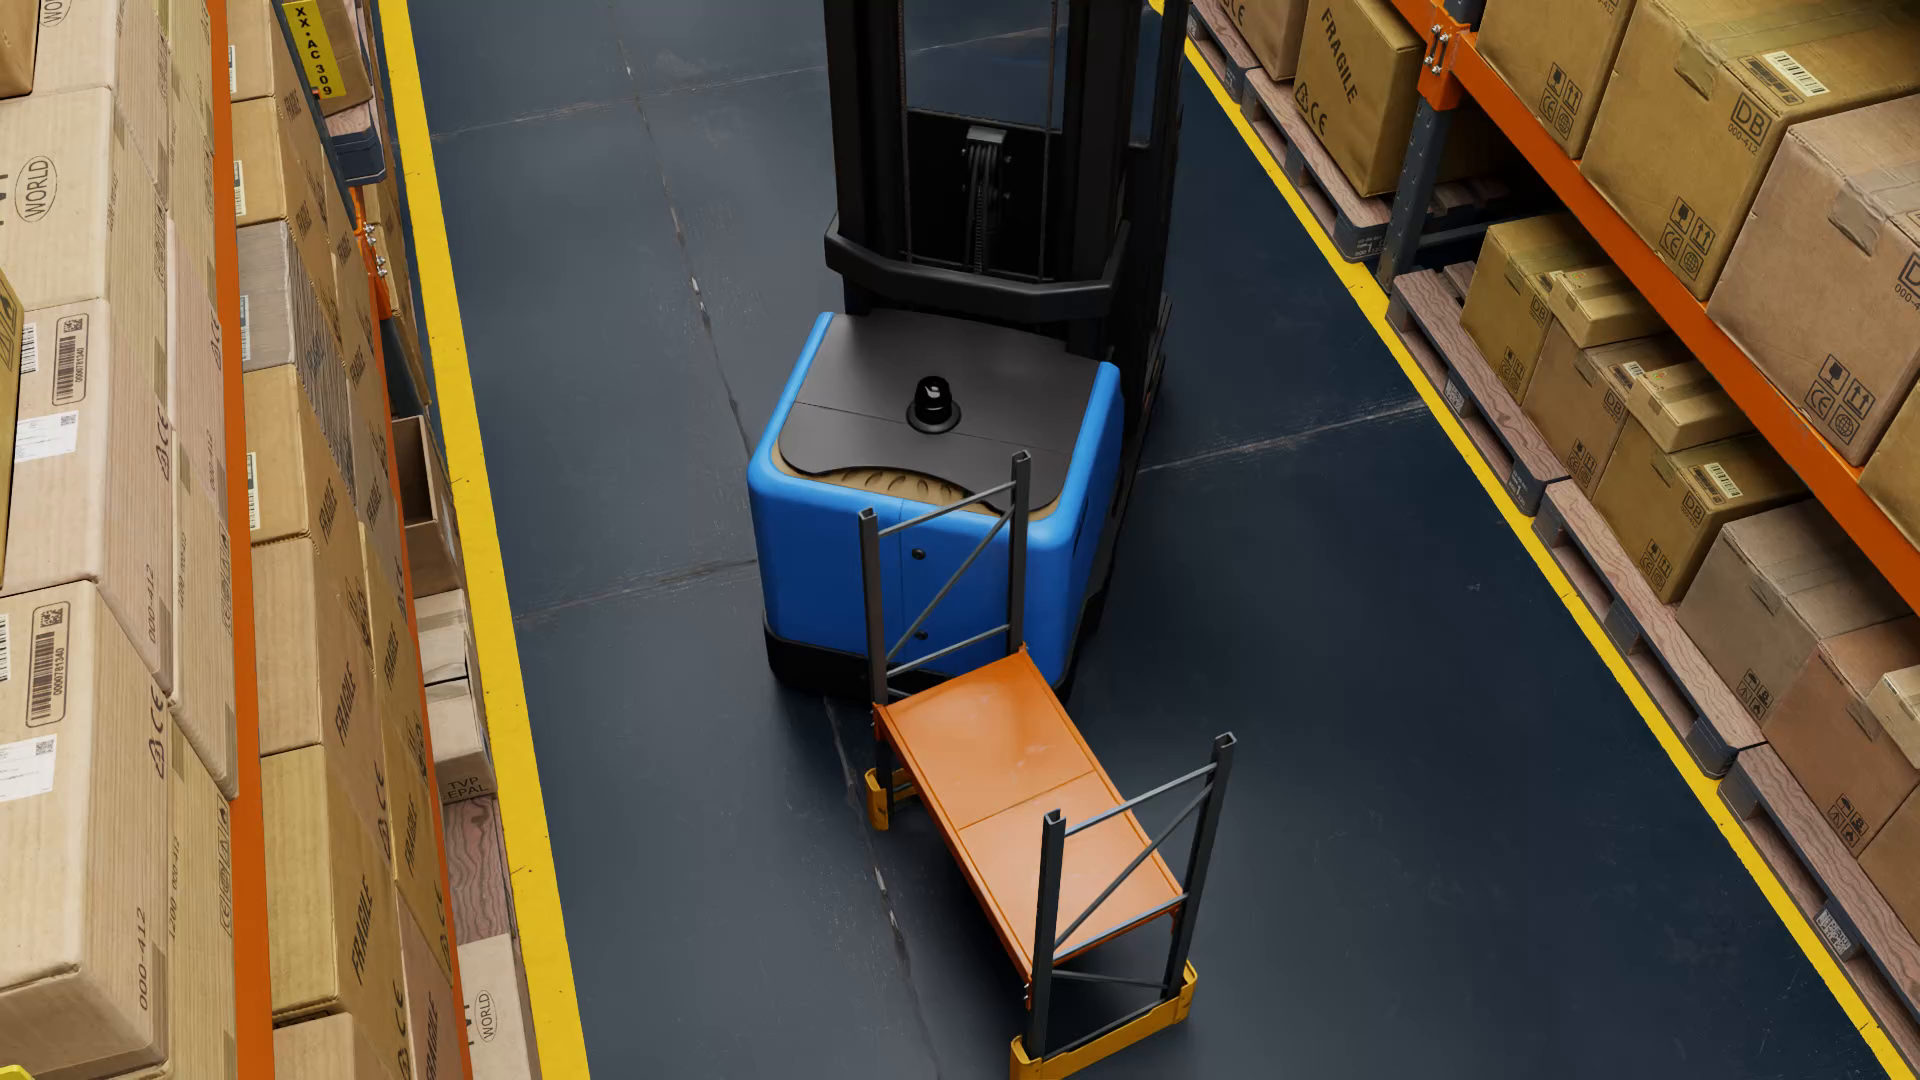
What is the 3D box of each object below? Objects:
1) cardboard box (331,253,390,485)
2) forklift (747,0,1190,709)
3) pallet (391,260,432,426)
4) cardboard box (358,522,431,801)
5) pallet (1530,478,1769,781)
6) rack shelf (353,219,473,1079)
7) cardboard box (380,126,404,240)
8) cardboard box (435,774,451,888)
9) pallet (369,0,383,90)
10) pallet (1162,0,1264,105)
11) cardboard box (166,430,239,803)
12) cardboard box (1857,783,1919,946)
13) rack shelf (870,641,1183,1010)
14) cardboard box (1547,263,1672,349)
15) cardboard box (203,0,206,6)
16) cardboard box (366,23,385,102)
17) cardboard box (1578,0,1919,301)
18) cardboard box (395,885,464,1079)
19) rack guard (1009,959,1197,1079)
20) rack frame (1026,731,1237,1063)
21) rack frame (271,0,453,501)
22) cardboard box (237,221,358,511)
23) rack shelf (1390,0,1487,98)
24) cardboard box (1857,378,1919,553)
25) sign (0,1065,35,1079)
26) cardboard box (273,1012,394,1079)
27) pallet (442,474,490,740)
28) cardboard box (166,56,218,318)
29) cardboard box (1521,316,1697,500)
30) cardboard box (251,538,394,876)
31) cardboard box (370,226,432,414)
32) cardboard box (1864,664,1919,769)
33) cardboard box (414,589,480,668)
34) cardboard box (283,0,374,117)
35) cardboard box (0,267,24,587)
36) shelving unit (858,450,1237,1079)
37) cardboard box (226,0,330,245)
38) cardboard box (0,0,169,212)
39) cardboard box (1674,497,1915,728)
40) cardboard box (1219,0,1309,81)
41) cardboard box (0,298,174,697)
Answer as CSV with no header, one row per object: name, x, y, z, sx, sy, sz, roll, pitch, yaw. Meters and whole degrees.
cardboard box,-1.892,-0.398,4.558,0.500,0.500,0.500,-12,51,-10
forklift,0.203,-1.444,5.550,1.130,2.935,3.031,11,51,9
pallet,-2.715,-0.735,6.732,1.003,0.211,1.213,-13,51,-11
cardboard box,-1.585,0.349,3.929,0.500,0.500,0.500,-13,51,-10
pallet,2.807,0.193,5.949,1.003,0.211,1.213,-13,51,-11
rack shelf,-1.847,0.644,4.216,1.077,0.370,4.000,-13,51,-11
cardboard box,-2.658,-1.547,6.939,0.500,0.500,0.500,-13,51,-11
cardboard box,-1.878,0.985,4.803,0.797,0.503,0.637,-13,51,-11
pallet,-3.437,-2.517,8.234,1.003,0.211,1.213,-13,51,-11
pallet,1.628,-2.712,8.398,1.003,0.211,1.213,-13,51,-11
cardboard box,-1.300,0.154,2.295,0.500,0.250,0.500,-13,51,-11
cardboard box,3.173,0.932,4.863,0.700,0.500,0.500,-13,51,-11
rack shelf,0.191,0.798,4.832,0.538,0.185,1.000,-21,53,-17
cardboard box,2.343,-0.849,5.940,0.380,0.149,0.250,-12,51,-10
cardboard box,-1.903,-1.304,3.524,0.500,0.250,0.500,-13,51,-11
cardboard box,-2.968,-2.298,7.573,0.500,0.500,0.500,-15,51,-12
cardboard box,2.648,-1.334,5.216,0.980,0.700,0.700,-14,51,-12
cardboard box,-1.293,1.081,3.311,0.500,0.500,0.500,-14,51,-11
rack guard,0.419,1.431,4.880,0.587,0.250,0.087,-21,53,-17
rack frame,0.419,1.029,4.401,0.500,1.500,0.032,-21,53,-17
rack frame,-2.439,-1.049,5.172,1.000,3.000,0.127,-13,51,-11
cardboard box,-1.739,-0.351,3.864,0.500,0.500,0.500,-13,51,-11
rack shelf,1.701,-3.400,7.625,1.077,0.370,4.000,-13,51,-11
cardboard box,3.089,-0.246,4.299,0.980,0.700,0.700,-14,51,-11
sign,-0.737,0.502,1.332,0.100,0.325,0.005,-13,51,-11
cardboard box,-1.135,1.135,2.612,0.500,0.500,0.500,-12,51,-10
pallet,-2.236,0.352,5.815,1.003,0.211,1.213,-13,51,-11
cardboard box,-1.604,-0.575,2.909,0.500,0.250,0.500,-13,51,-11
cardboard box,2.561,-0.564,6.124,0.700,0.500,0.500,-14,51,-11
cardboard box,-1.440,0.388,3.242,0.500,0.500,0.500,-13,51,-10
cardboard box,-2.349,-0.793,6.304,0.500,0.500,0.500,-15,52,-13
cardboard box,2.884,0.484,4.816,0.380,0.149,0.250,-12,51,-10
cardboard box,-1.831,0.341,5.578,0.380,0.149,0.250,-13,51,-11
cardboard box,-2.365,-1.613,5.308,0.700,0.500,0.500,-30,56,-23
cardboard box,-1.490,-0.204,1.779,0.700,0.500,0.500,-13,51,-11
shelving unit,0.195,0.688,4.689,0.587,1.500,1.083,-21,53,-17
cardboard box,-2.042,-1.092,4.490,0.500,0.500,0.500,-13,51,-11
cardboard box,-1.598,-0.737,2.719,0.500,0.250,0.500,-13,51,-11
cardboard box,2.875,0.199,5.480,0.700,0.500,0.500,-15,51,-12
cardboard box,1.710,-2.708,7.702,0.750,0.750,0.750,-12,51,-10
cardboard box,-1.300,-0.008,2.104,0.500,0.250,0.500,-13,51,-11
